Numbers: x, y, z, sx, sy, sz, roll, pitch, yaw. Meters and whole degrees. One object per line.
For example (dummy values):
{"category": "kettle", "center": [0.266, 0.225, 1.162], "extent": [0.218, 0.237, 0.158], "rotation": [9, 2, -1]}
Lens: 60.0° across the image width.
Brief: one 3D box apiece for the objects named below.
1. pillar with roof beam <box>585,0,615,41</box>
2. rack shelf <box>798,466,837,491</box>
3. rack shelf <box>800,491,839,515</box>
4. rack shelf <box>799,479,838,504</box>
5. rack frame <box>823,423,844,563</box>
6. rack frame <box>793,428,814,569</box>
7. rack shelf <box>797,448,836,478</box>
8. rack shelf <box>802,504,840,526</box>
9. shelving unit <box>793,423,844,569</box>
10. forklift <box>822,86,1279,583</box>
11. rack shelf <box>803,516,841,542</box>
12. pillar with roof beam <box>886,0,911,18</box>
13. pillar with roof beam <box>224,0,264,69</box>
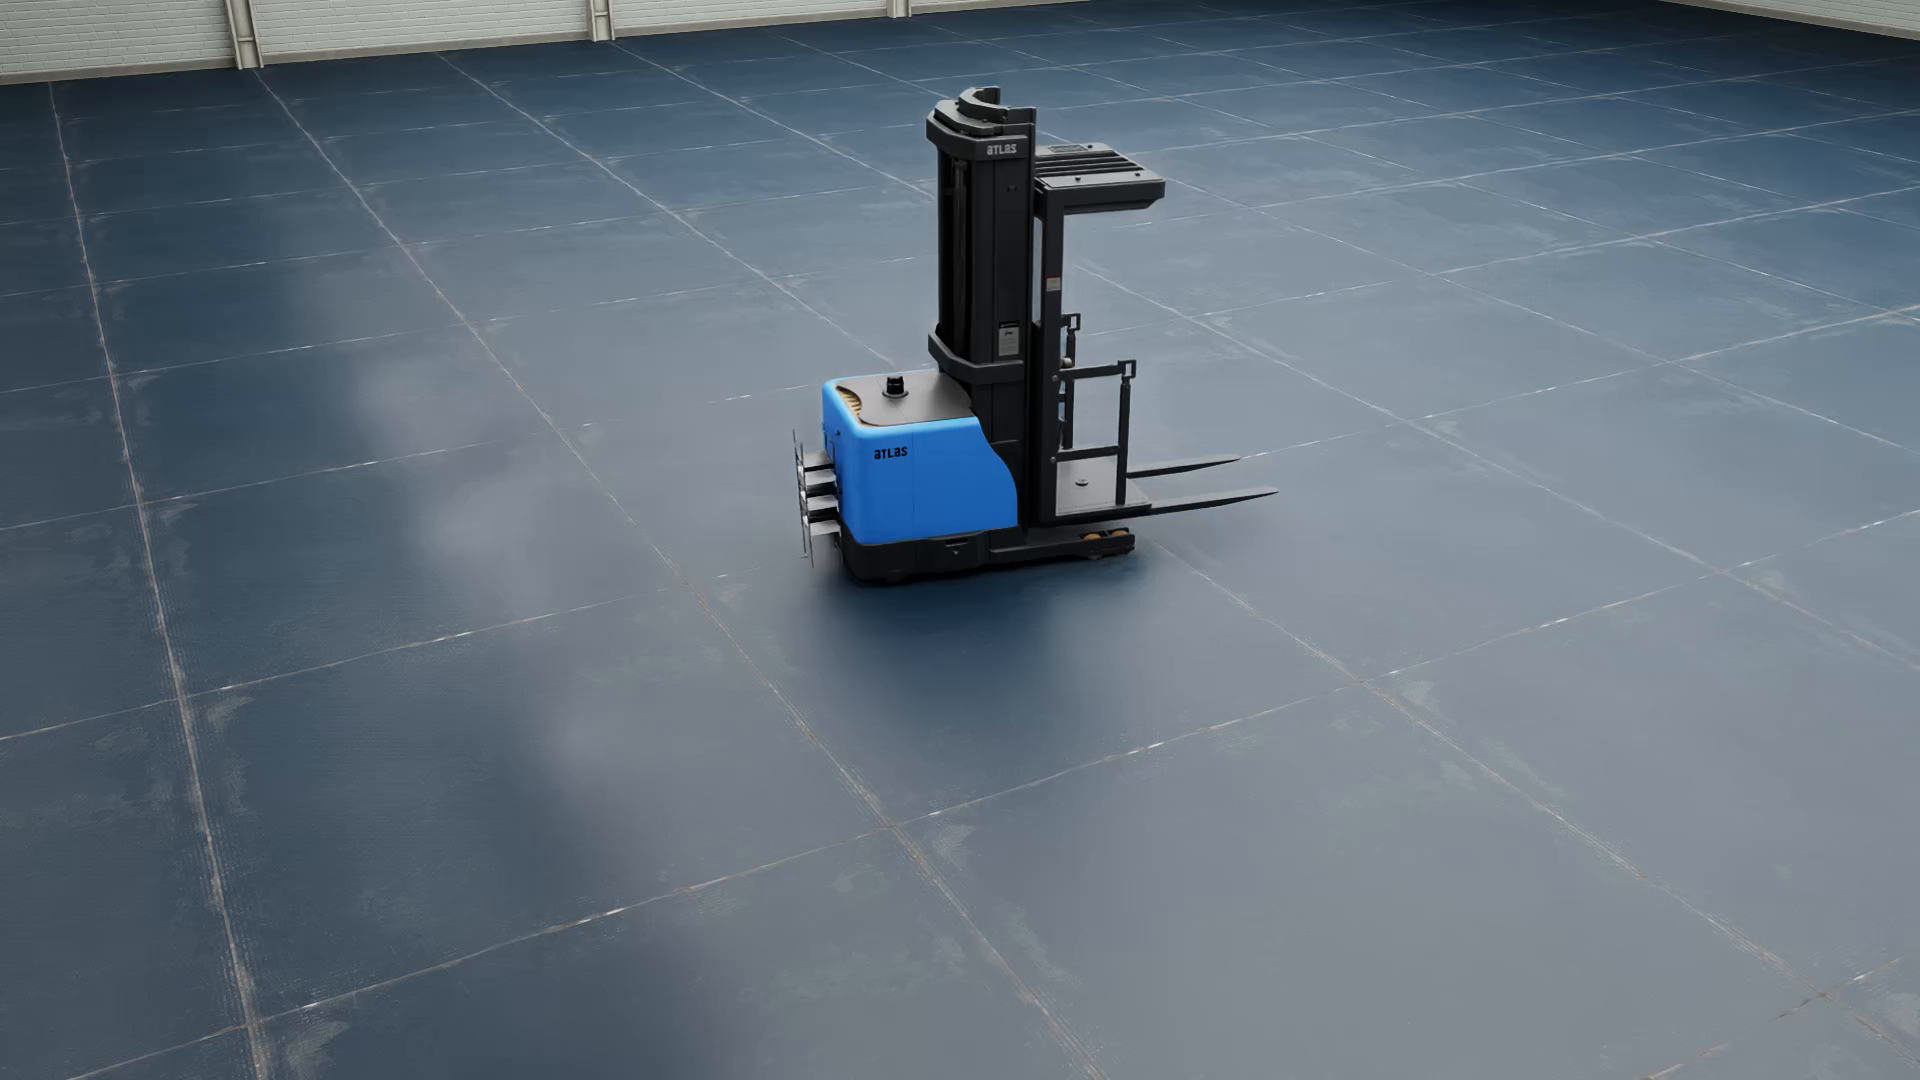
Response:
{"category": "pillar with roof beam", "center": [-4.470, -11.492, 24.789], "extent": [0.400, 9.000, 9.100], "rotation": [-13, 29, -25]}
{"category": "rack shelf", "center": [-0.924, -0.413, 10.721], "extent": [0.200, 0.077, 0.258], "rotation": [-10, 27, -15]}
{"category": "rack shelf", "center": [-0.916, -0.252, 10.801], "extent": [0.200, 0.077, 0.258], "rotation": [-10, 27, -15]}
{"category": "rack shelf", "center": [-0.920, -0.332, 10.761], "extent": [0.200, 0.077, 0.258], "rotation": [-10, 27, -15]}
{"category": "rack frame", "center": [-0.821, -0.299, 10.812], "extent": [0.006, 0.900, 0.240], "rotation": [-10, 27, -15]}
{"category": "rack frame", "center": [-1.015, -0.264, 10.761], "extent": [0.006, 0.900, 0.240], "rotation": [-10, 27, -15]}
{"category": "rack shelf", "center": [-0.928, -0.493, 10.681], "extent": [0.200, 0.077, 0.258], "rotation": [-10, 27, -15]}
{"category": "rack shelf", "center": [-0.912, -0.171, 10.841], "extent": [0.200, 0.077, 0.258], "rotation": [-10, 27, -15]}
{"category": "shelving unit", "center": [-0.918, -0.282, 10.786], "extent": [0.210, 0.900, 0.258], "rotation": [-10, 27, -15]}
{"category": "forklift", "center": [0.653, -1.403, 10.786], "extent": [3.031, 2.935, 1.130], "rotation": [-8, 27, -15]}
{"category": "rack shelf", "center": [-0.908, -0.091, 10.881], "extent": [0.200, 0.077, 0.258], "rotation": [-10, 27, -15]}
{"category": "pillar with roof beam", "center": [0.824, -12.714, 27.334], "extent": [0.400, 9.000, 9.100], "rotation": [-13, 29, -25]}
{"category": "pillar with roof beam", "center": [-9.764, -10.270, 22.244], "extent": [0.400, 9.000, 9.100], "rotation": [-13, 29, -25]}
